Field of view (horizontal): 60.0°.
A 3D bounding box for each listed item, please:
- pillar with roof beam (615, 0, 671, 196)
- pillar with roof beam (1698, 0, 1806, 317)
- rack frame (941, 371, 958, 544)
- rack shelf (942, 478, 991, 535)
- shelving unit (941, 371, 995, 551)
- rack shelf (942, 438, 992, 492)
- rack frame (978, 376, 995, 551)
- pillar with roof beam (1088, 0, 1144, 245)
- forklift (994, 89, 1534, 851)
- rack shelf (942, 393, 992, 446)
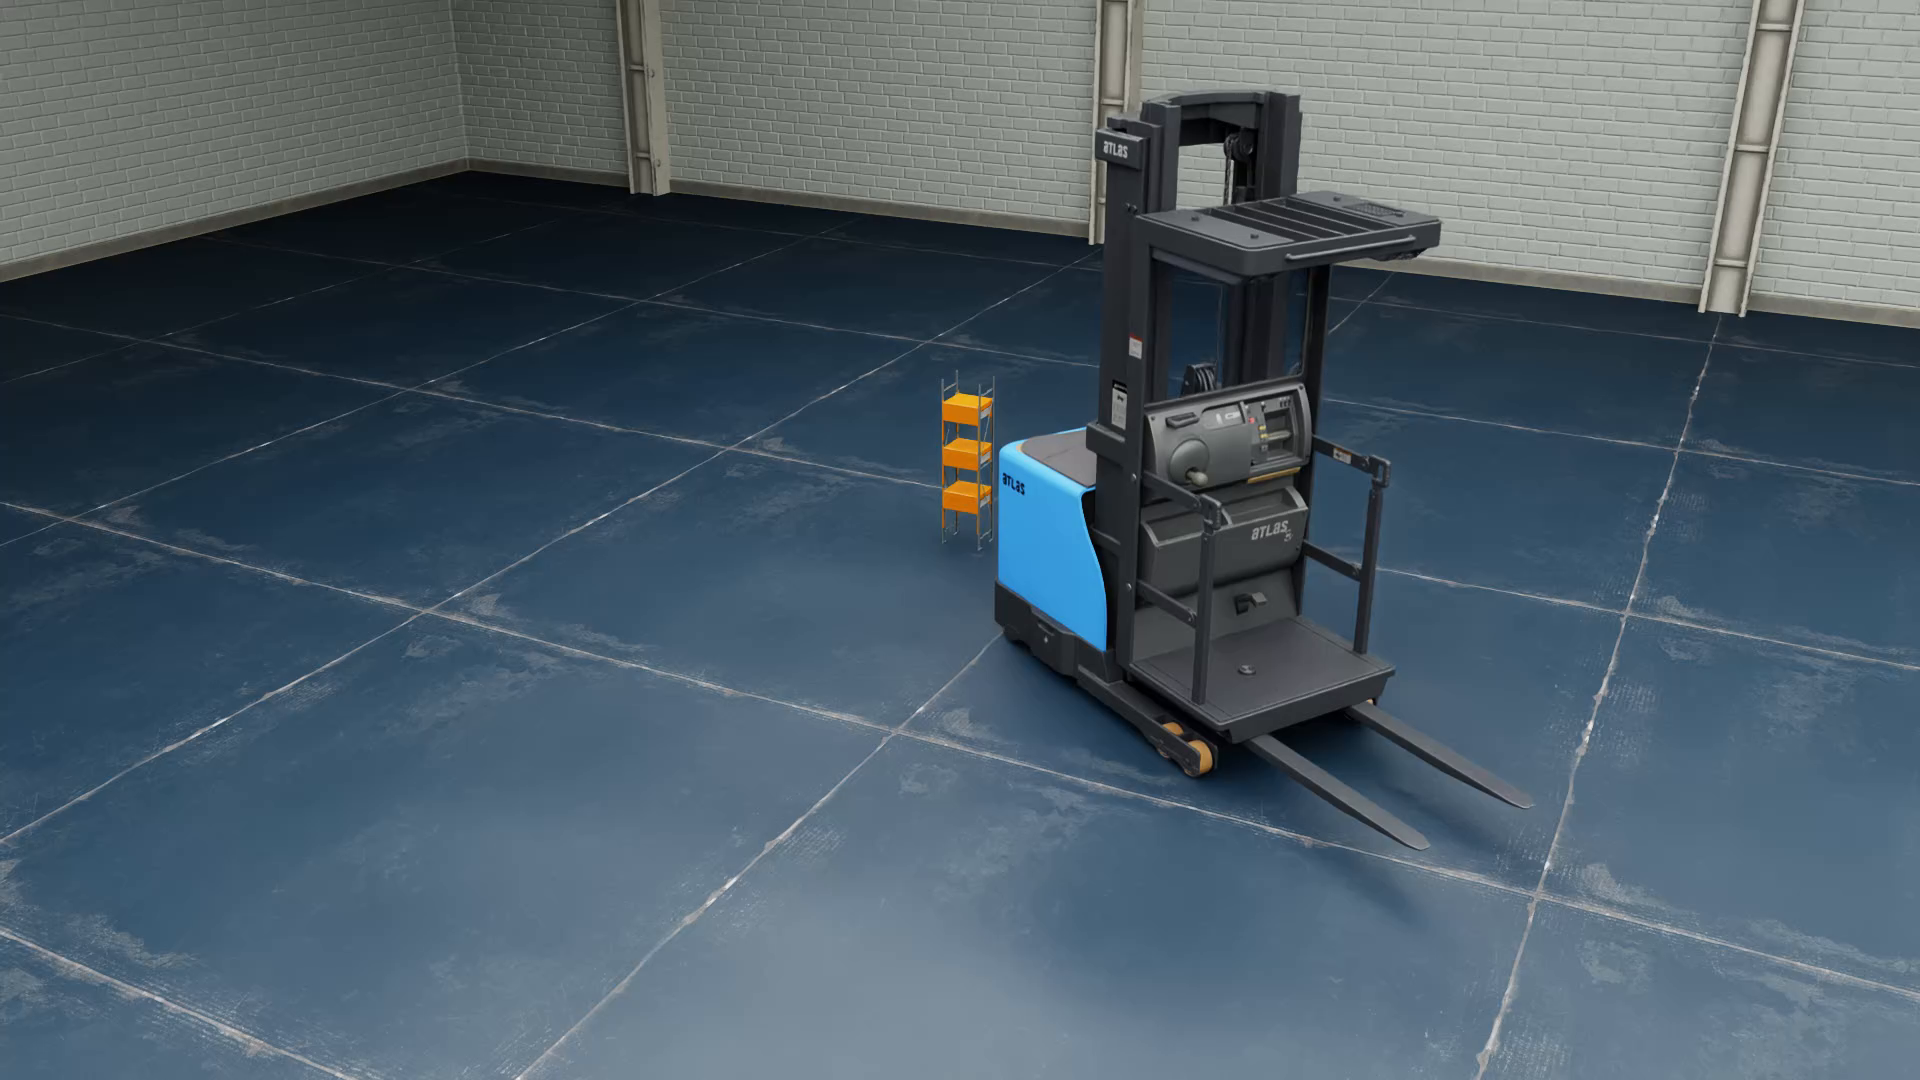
[{"bbox_3d":[-5.691,-6.852,14.865,0.400,9.000,9.100,11,25,25],"label":"pillar with roof beam"},{"bbox_3d":[5.018,-4.734,9.882,0.400,9.000,9.100,11,25,25],"label":"pillar with roof beam"},{"bbox_3d":[-0.061,-0.495,10.073,0.008,1.050,0.200,11,25,25],"label":"rack frame"},{"bbox_3d":[0.048,-0.208,10.135,0.240,0.259,0.215,11,25,25],"label":"rack shelf"},{"bbox_3d":[0.048,-0.474,10.022,0.252,1.050,0.215,11,25,25],"label":"shelving unit"},{"bbox_3d":[0.048,-0.464,10.026,0.240,0.259,0.215,11,25,25],"label":"rack shelf"},{"bbox_3d":[0.157,-0.452,9.972,0.008,1.050,0.200,11,25,25],"label":"rack frame"},{"bbox_3d":[-0.336,-5.793,12.373,0.400,9.000,9.100,11,25,25],"label":"pillar with roof beam"},{"bbox_3d":[1.374,-0.463,7.594,1.130,2.935,3.031,-13,26,-28],"label":"forklift"},{"bbox_3d":[0.048,-0.725,9.915,0.240,0.259,0.215,11,25,25],"label":"rack shelf"}]
